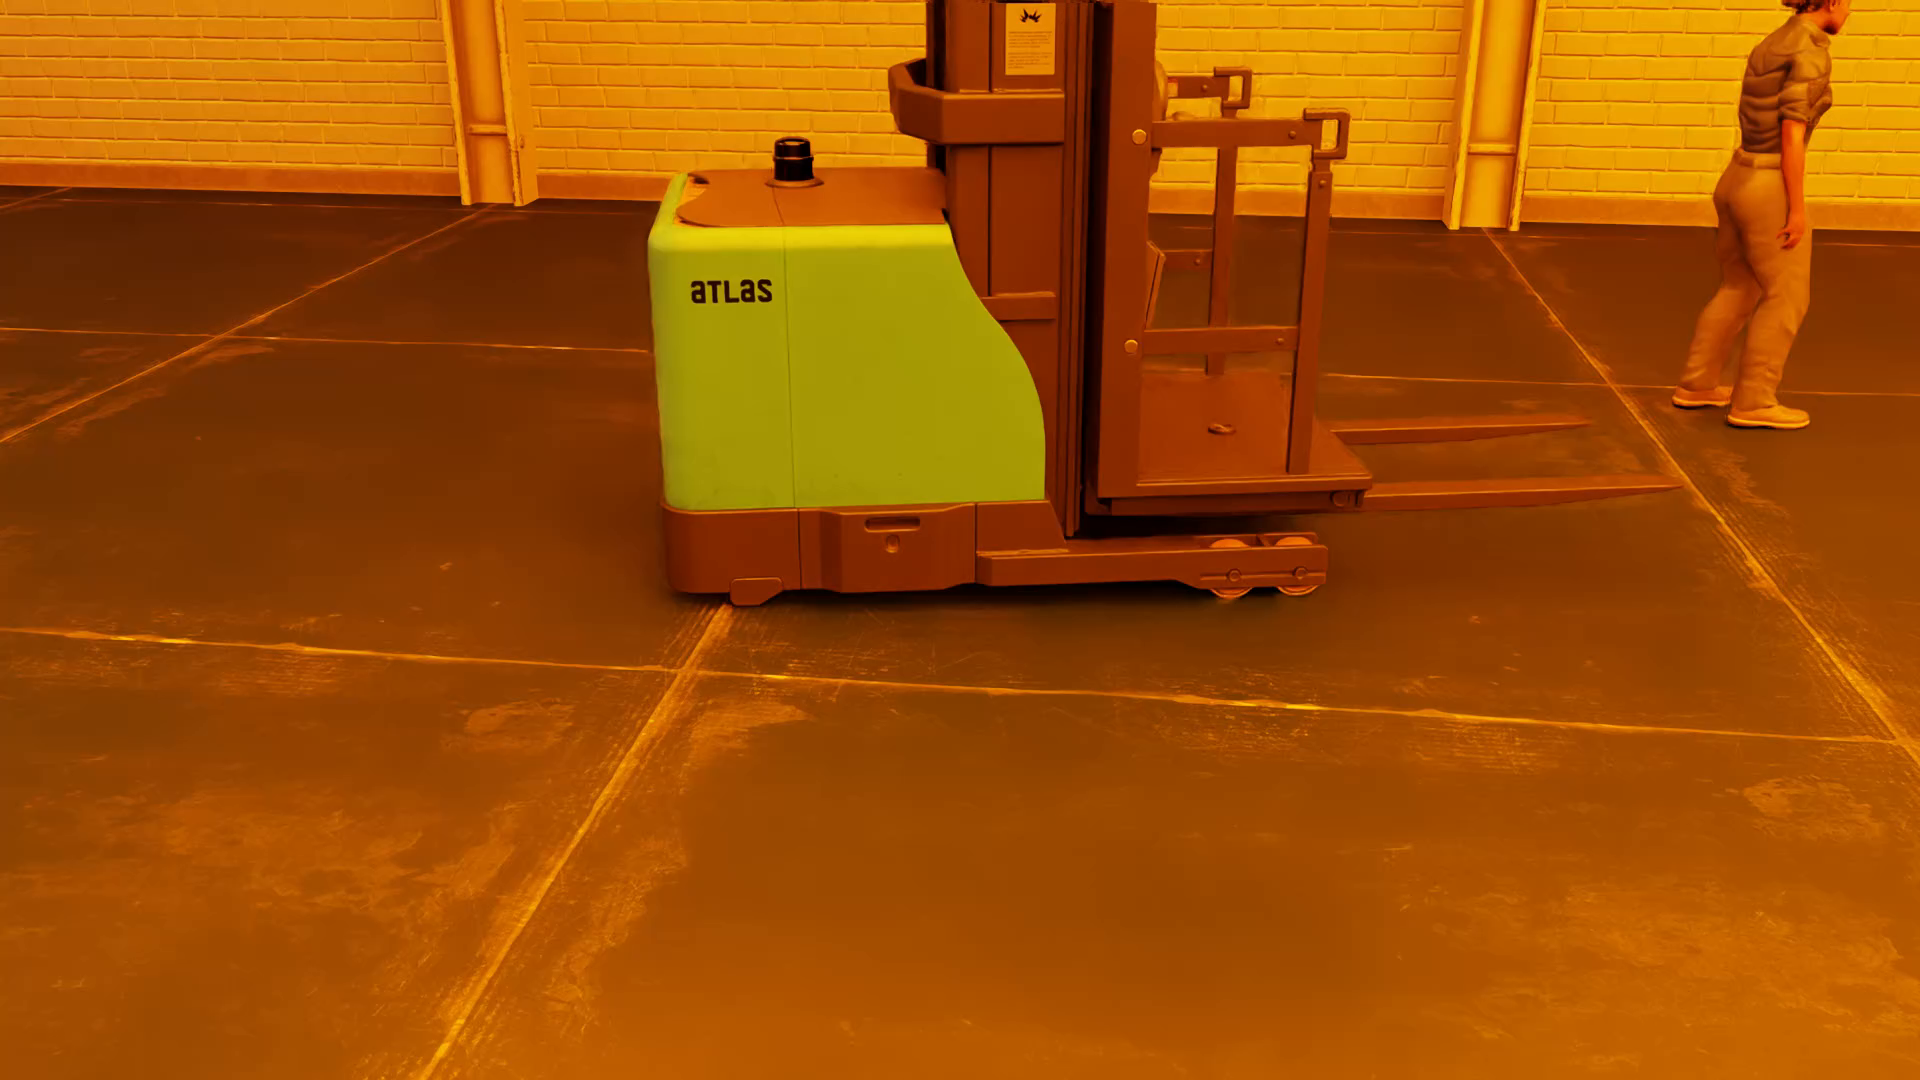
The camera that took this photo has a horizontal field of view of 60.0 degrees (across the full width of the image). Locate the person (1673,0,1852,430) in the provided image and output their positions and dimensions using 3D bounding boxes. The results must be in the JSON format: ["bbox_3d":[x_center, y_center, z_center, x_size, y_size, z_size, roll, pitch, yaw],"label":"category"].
[{"bbox_3d":[2.983,-1.255,6.096,0.430,1.646,0.559,2,22,4],"label":"person"}]

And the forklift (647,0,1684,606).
[{"bbox_3d":[0.638,-1.388,4.701,3.031,2.935,1.130,-2,22,-5],"label":"forklift"}]
